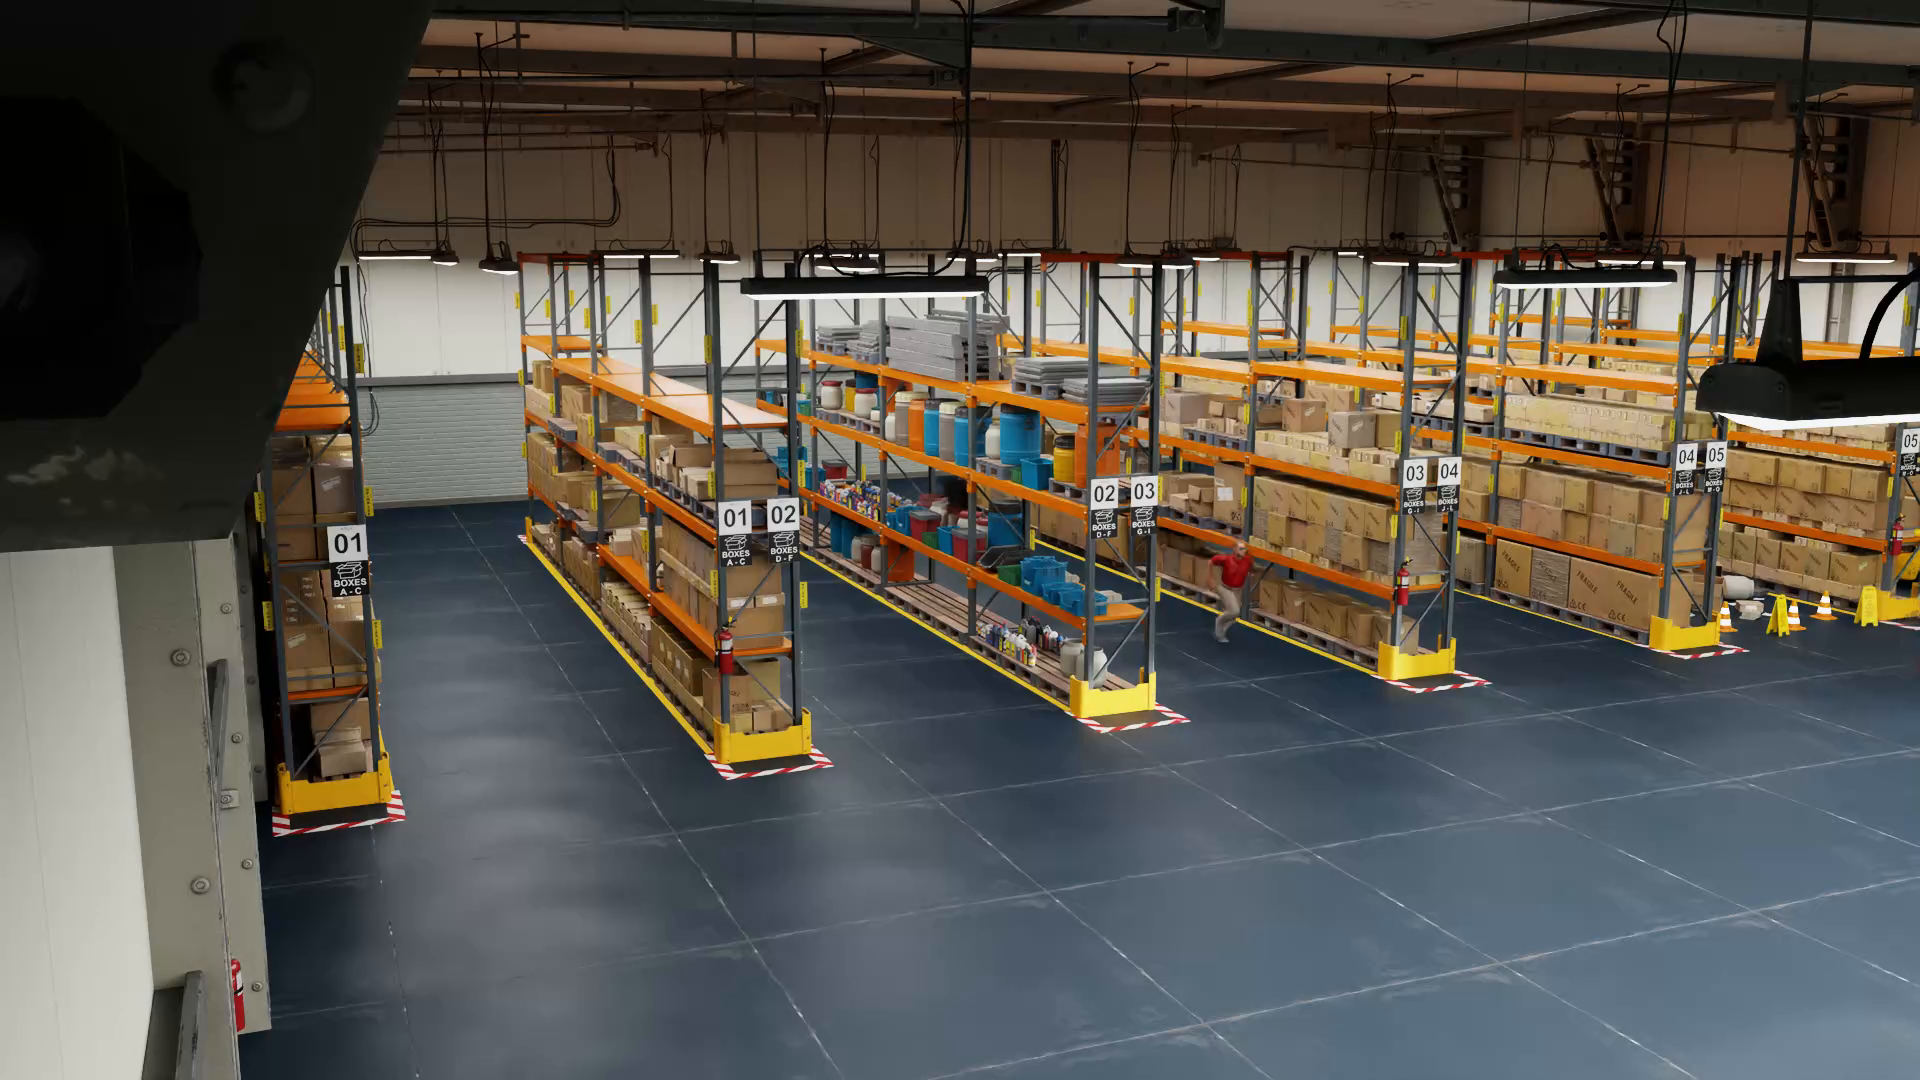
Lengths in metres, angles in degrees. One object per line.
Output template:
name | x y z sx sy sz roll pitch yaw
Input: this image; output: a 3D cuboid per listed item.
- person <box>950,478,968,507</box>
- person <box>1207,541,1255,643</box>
person | 0.030 -0.707 34.699 0.552 1.575 0.768 -5 11 -25
person | 4.223 0.814 25.758 0.646 1.650 0.813 -6 12 -31
